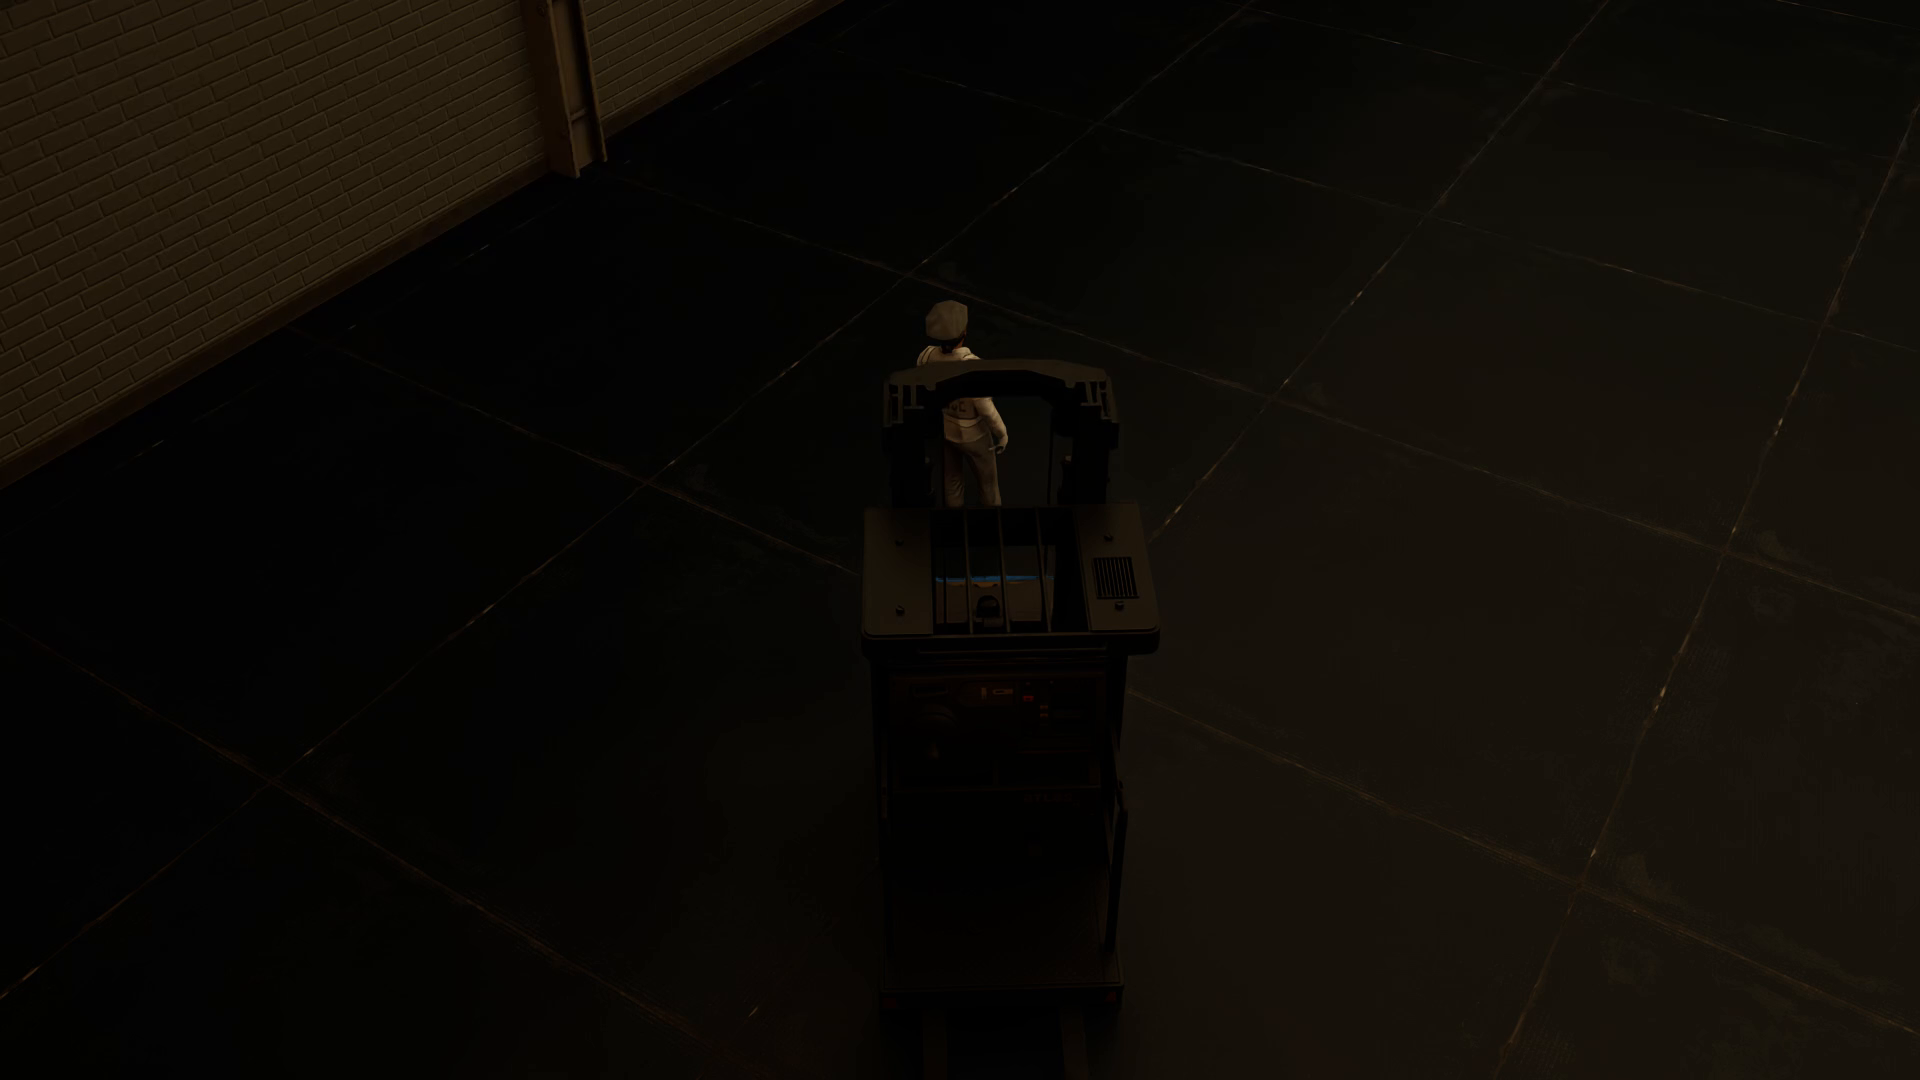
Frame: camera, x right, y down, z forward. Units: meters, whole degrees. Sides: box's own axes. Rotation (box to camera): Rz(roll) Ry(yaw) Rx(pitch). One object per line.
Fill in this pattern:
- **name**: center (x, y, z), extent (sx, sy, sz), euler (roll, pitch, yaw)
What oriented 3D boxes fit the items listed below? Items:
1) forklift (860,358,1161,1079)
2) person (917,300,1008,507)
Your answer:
- **forklift**: center (0.171, 0.831, 6.986), extent (1.130, 2.935, 3.031), euler (-1, 40, -1)
- **person**: center (0.041, -0.686, 9.722), extent (0.588, 1.696, 0.533), euler (22, 45, 24)
